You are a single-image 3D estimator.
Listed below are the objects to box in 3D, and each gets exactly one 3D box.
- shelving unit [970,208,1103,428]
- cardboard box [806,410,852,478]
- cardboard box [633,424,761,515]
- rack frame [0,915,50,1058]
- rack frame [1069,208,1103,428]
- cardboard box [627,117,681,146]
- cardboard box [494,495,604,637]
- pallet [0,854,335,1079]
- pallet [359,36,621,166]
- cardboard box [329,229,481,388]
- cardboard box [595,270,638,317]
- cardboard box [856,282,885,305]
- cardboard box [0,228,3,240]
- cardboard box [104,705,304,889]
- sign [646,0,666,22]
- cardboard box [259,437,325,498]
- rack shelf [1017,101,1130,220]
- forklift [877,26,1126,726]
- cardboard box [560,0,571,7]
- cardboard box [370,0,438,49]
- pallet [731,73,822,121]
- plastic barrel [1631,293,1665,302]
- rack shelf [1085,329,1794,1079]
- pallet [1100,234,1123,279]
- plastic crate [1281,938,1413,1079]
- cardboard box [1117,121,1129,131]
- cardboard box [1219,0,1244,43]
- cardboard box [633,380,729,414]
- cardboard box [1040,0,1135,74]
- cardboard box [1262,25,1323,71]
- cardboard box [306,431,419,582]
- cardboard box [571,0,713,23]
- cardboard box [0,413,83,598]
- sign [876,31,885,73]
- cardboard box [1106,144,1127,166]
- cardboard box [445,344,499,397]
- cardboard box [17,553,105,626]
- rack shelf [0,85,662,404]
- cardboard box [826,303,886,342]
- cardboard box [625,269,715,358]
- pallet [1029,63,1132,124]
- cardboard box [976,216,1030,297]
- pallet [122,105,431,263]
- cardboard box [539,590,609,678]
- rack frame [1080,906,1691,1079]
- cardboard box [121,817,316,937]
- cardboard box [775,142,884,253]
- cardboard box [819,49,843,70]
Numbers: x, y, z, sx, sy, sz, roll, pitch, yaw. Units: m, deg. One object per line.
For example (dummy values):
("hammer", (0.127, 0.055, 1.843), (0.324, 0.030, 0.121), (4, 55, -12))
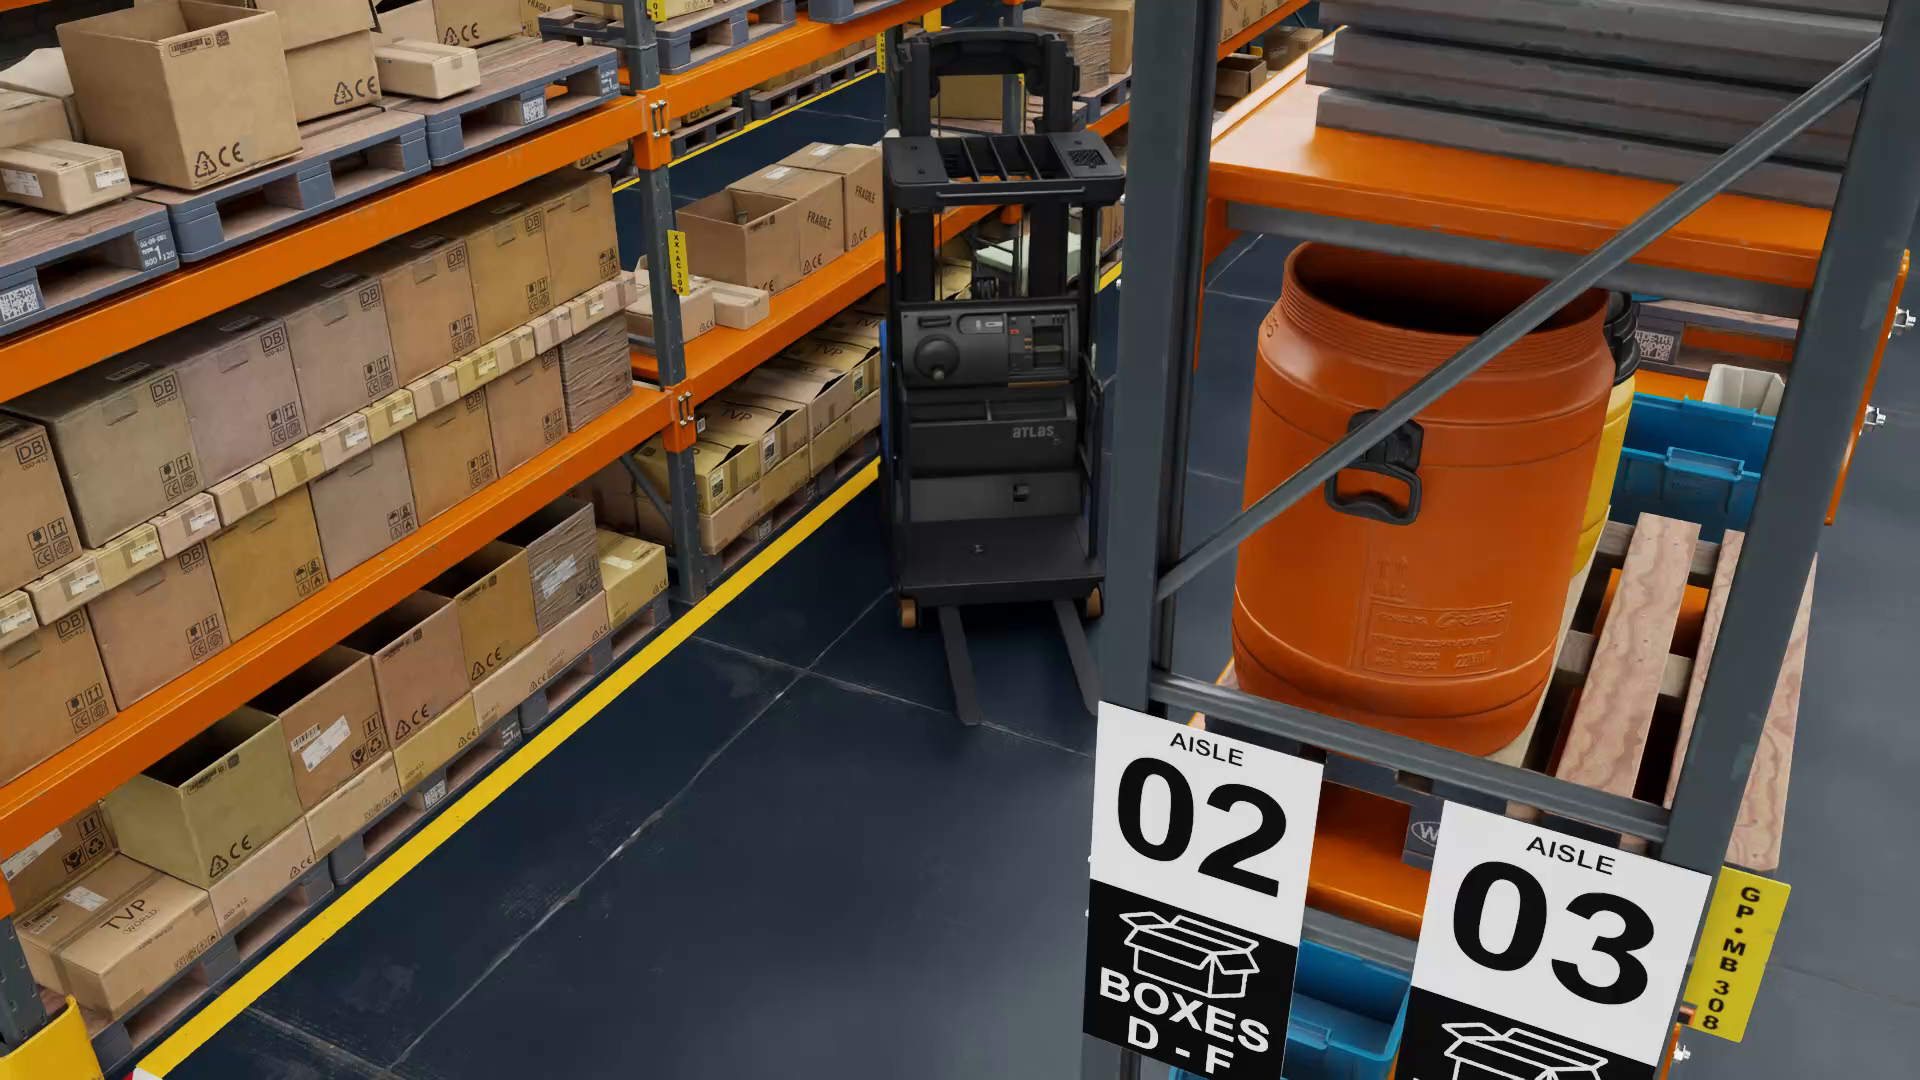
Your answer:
("shelving unit", (0.474, -1.343, 10.582), (0.755, 1.500, 0.431), (-25, 38, -36))
("cardboard box", (-1.002, -0.642, 10.194), (0.500, 0.250, 0.500), (13, 32, 22))
("cardboard box", (-1.464, -0.432, 9.267), (0.500, 0.311, 0.500), (14, 33, 23))
("rack frame", (-3.699, 0.700, 5.519), (0.949, 2.616, 0.053), (14, 33, 23))
("rack frame", (0.742, -1.466, 10.798), (0.023, 1.500, 0.400), (-25, 38, -36))
("cardboard box", (-3.224, -4.279, 15.926), (0.750, 0.750, 0.750), (15, 33, 25))
("cardboard box", (-2.129, 0.087, 8.173), (0.500, 0.500, 0.500), (14, 33, 23))
("pallet", (-3.385, 1.561, 6.819), (1.003, 0.211, 1.213), (14, 33, 23))
("pallet", (-2.239, -1.951, 7.212), (1.003, 0.211, 1.213), (14, 33, 23))
("cardboard box", (-2.528, -1.034, 7.136), (0.700, 0.500, 0.500), (14, 33, 23))
("cardboard box", (-1.807, -1.228, 8.125), (0.380, 0.149, 0.250), (14, 33, 23))
("cardboard box", (-0.784, -1.678, 11.437), (0.500, 0.311, 0.500), (13, 33, 22))
("cardboard box", (-3.431, -1.142, 5.048), (0.797, 0.503, 0.637), (17, 34, 27))
("cardboard box", (-3.028, 0.976, 6.624), (0.500, 0.500, 0.500), (14, 33, 23))
("sign", (-1.379, -2.507, 7.492), (0.100, 0.325, 0.005), (14, 33, 23))
("cardboard box", (-2.741, -0.321, 6.544), (0.380, 0.149, 0.250), (14, 33, 23))
("rack shelf", (0.859, -3.421, 13.417), (1.077, 0.370, 4.000), (14, 33, 23))
("forklift", (0.184, -0.978, 8.510), (1.130, 2.935, 3.031), (-3, 30, -6))
("cardboard box", (-3.540, -4.756, 14.601), (0.500, 0.500, 0.500), (14, 33, 23))
("cardboard box", (-2.584, -2.175, 7.040), (0.500, 0.311, 0.500), (12, 32, 21))
("pallet", (-2.225, -4.851, 17.986), (1.003, 0.211, 1.213), (14, 33, 23))
("plastic barrel", (1.985, -1.231, 4.944), (0.600, 0.901, 0.708), (14, 33, 23))
("rack shelf", (1.623, -0.049, 4.534), (1.077, 0.370, 4.000), (14, 33, 23))
("pallet", (0.879, -2.498, 13.888), (1.003, 0.211, 1.213), (14, 33, 23))
("plastic crate", (0.974, 1.314, 4.599), (0.499, 0.251, 0.408), (14, 33, 23))
("cardboard box", (1.333, -3.567, 15.017), (0.500, 0.500, 0.500), (13, 32, 21))
("cardboard box", (2.245, -4.827, 15.043), (0.500, 0.500, 0.500), (15, 33, 25))
("cardboard box", (-1.713, -0.782, 9.876), (0.500, 0.311, 0.500), (15, 33, 25))
("cardboard box", (1.021, -4.047, 13.264), (0.700, 0.500, 0.500), (6, 30, 11))
("cardboard box", (3.564, -5.202, 17.865), (0.500, 0.500, 0.500), (14, 33, 23))
("cardboard box", (-2.769, -0.234, 7.044), (0.700, 0.500, 0.500), (15, 33, 25))
("cardboard box", (-1.585, -2.761, 8.263), (0.500, 0.250, 0.500), (18, 34, 28))
("cardboard box", (-3.448, -0.133, 5.566), (0.700, 0.500, 0.500), (14, 33, 23))
("sign", (-0.539, -3.433, 11.632), (0.100, 0.325, 0.005), (14, 33, 23))
("cardboard box", (1.339, -3.003, 14.035), (0.500, 0.500, 0.500), (15, 33, 24))
("cardboard box", (-2.272, -0.777, 7.340), (0.380, 0.149, 0.250), (14, 33, 23))
("cardboard box", (-3.208, 0.133, 5.754), (0.380, 0.149, 0.250), (13, 32, 22))
("rack shelf", (-2.785, -1.175, 6.494), (1.077, 0.370, 4.000), (14, 33, 23))
("cardboard box", (-0.535, -1.336, 10.840), (0.500, 0.311, 0.500), (14, 33, 23))
("cardboard box", (-1.689, -1.236, 9.040), (0.500, 0.250, 0.500), (17, 34, 26))
("pallet", (0.830, -3.626, 13.245), (1.003, 0.211, 1.213), (14, 33, 23))
("cardboard box", (0.410, -2.090, 12.445), (0.500, 0.500, 0.500), (16, 33, 25))
("pallet", (-2.796, -1.412, 6.274), (1.003, 0.211, 1.213), (14, 33, 23))
("cardboard box", (-2.127, 0.412, 8.359), (0.500, 0.250, 0.500), (14, 33, 23))
("rack frame", (0.712, 1.826, 3.558), (1.000, 3.000, 0.127), (14, 33, 23))
("cardboard box", (-3.029, 1.301, 6.812), (0.500, 0.250, 0.500), (14, 33, 23))
("cardboard box", (-0.802, -2.142, 10.367), (0.500, 0.500, 0.500), (12, 32, 21))
("cardboard box", (-1.742, -5.597, 18.572), (0.700, 0.500, 0.500), (15, 33, 24))
